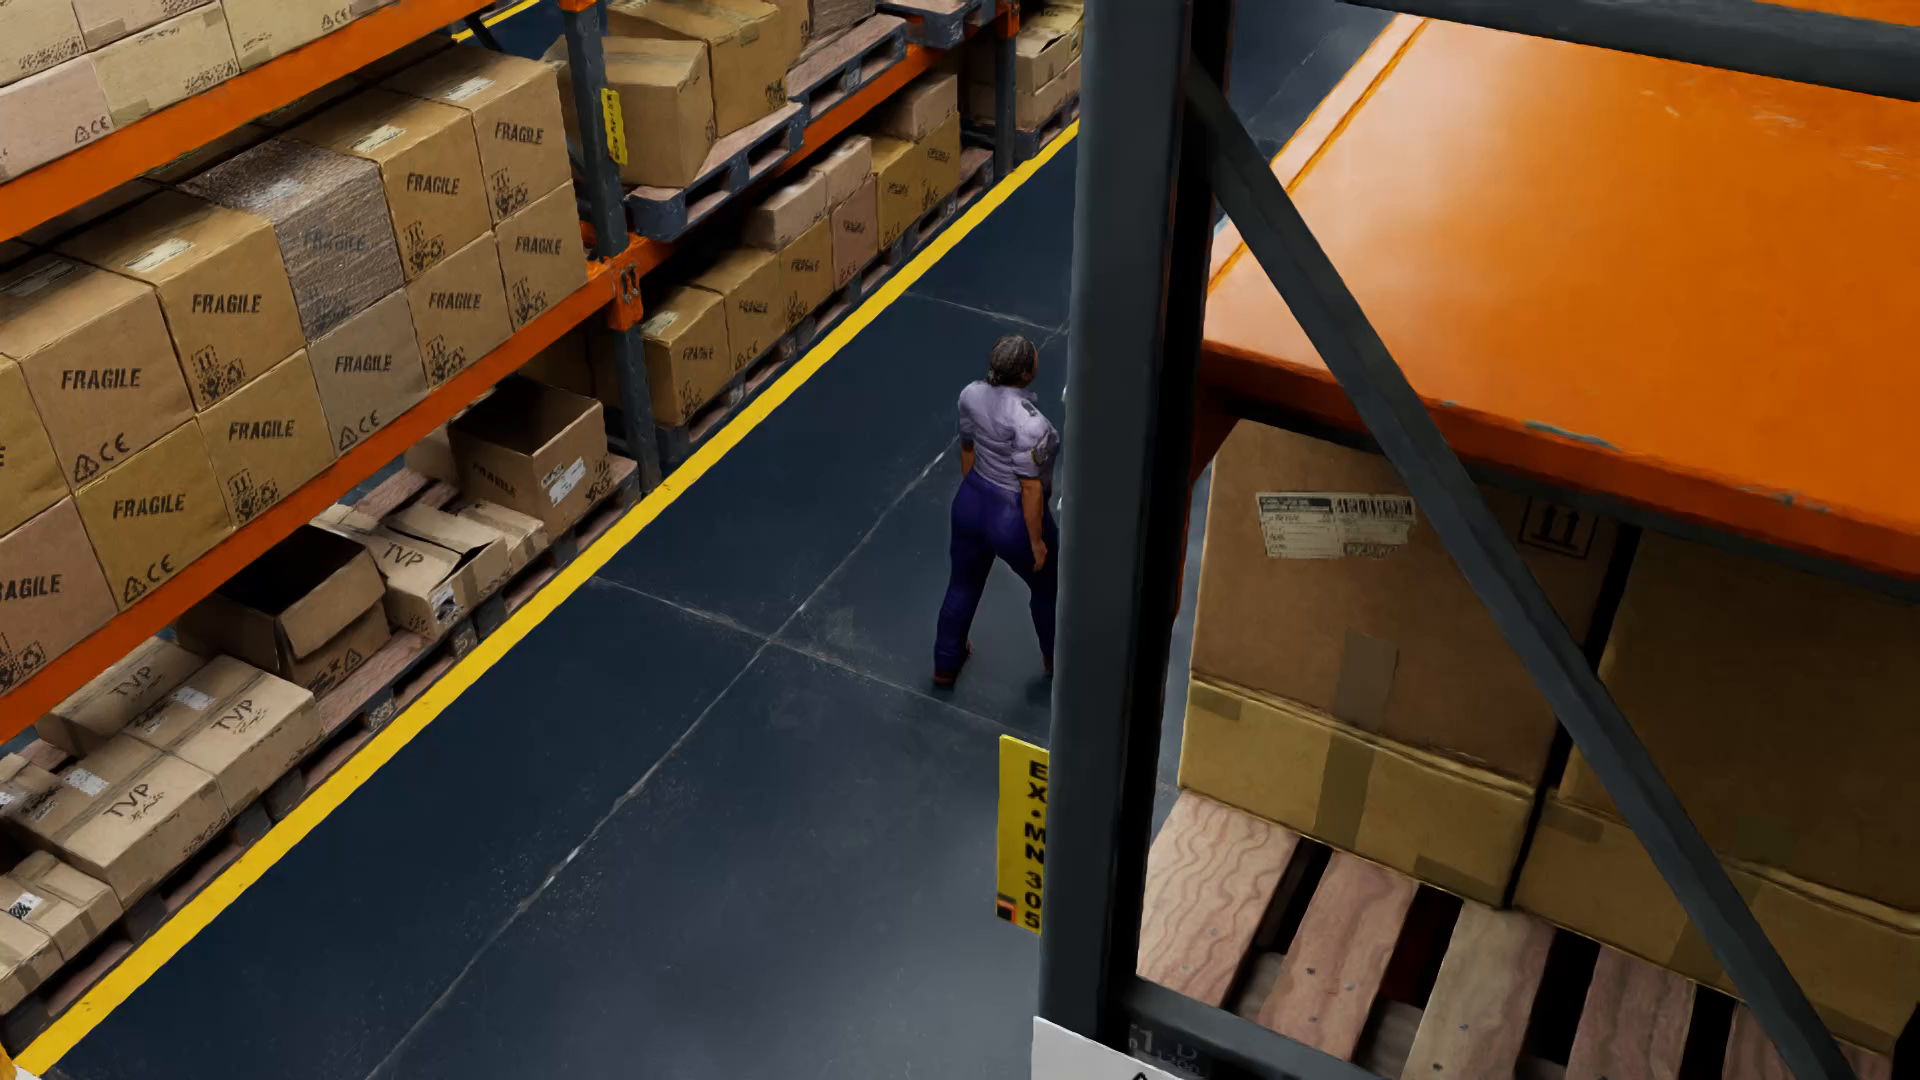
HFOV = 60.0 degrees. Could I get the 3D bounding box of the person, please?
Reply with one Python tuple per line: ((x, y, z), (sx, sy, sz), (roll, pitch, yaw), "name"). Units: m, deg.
((0.223, -0.124, 6.804), (0.535, 1.628, 0.677), (31, 48, 33), "person")
